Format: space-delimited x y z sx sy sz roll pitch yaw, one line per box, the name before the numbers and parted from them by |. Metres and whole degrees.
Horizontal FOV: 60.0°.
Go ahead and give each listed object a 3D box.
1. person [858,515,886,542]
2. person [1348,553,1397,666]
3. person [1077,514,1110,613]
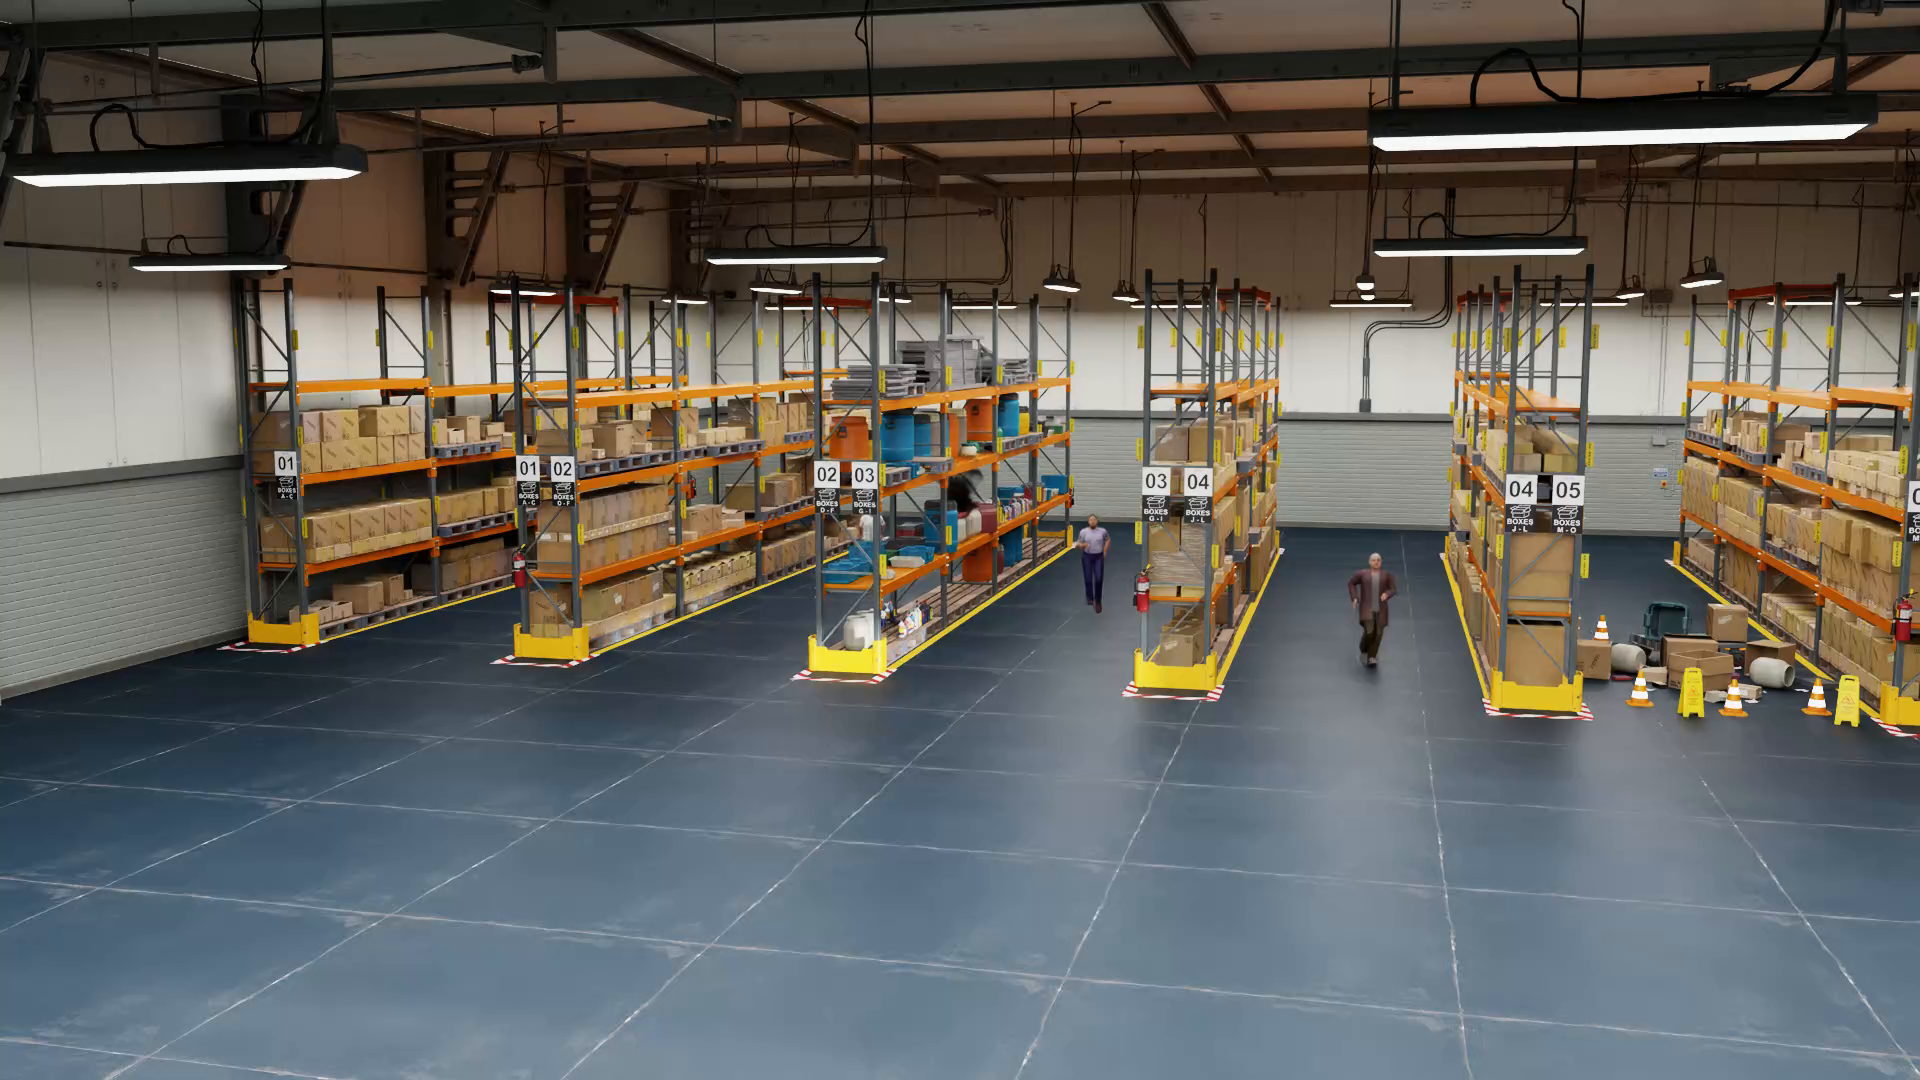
person | -1.835 -0.109 34.547 0.577 1.438 0.754 0 7 3
person | 6.330 1.075 25.461 0.683 1.738 0.692 0 7 2
person | 2.358 0.418 29.373 0.586 1.747 0.650 1 7 5
